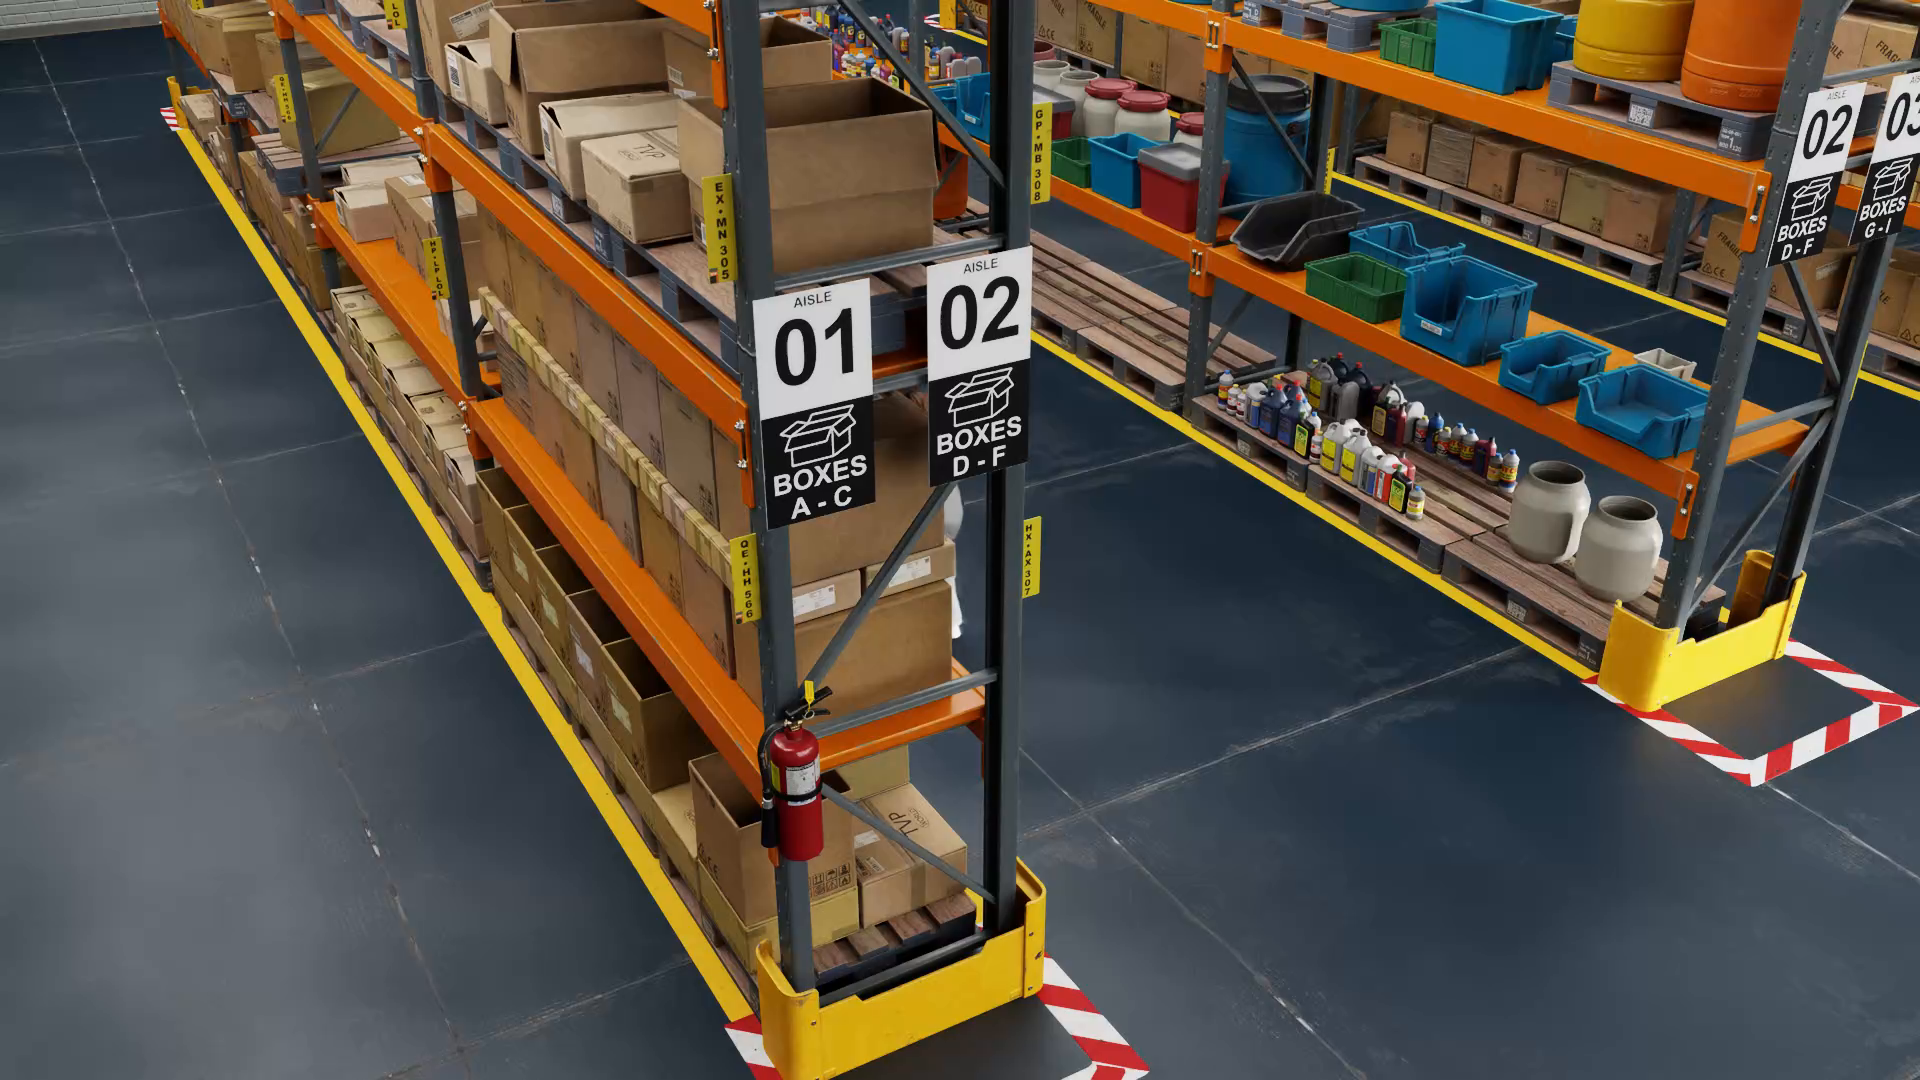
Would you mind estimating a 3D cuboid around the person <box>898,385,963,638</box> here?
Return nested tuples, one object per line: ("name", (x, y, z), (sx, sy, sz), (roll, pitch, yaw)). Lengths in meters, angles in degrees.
("person", (-0.235, -0.152, 8.972), (0.478, 1.549, 0.489), (-16, 33, -26))
